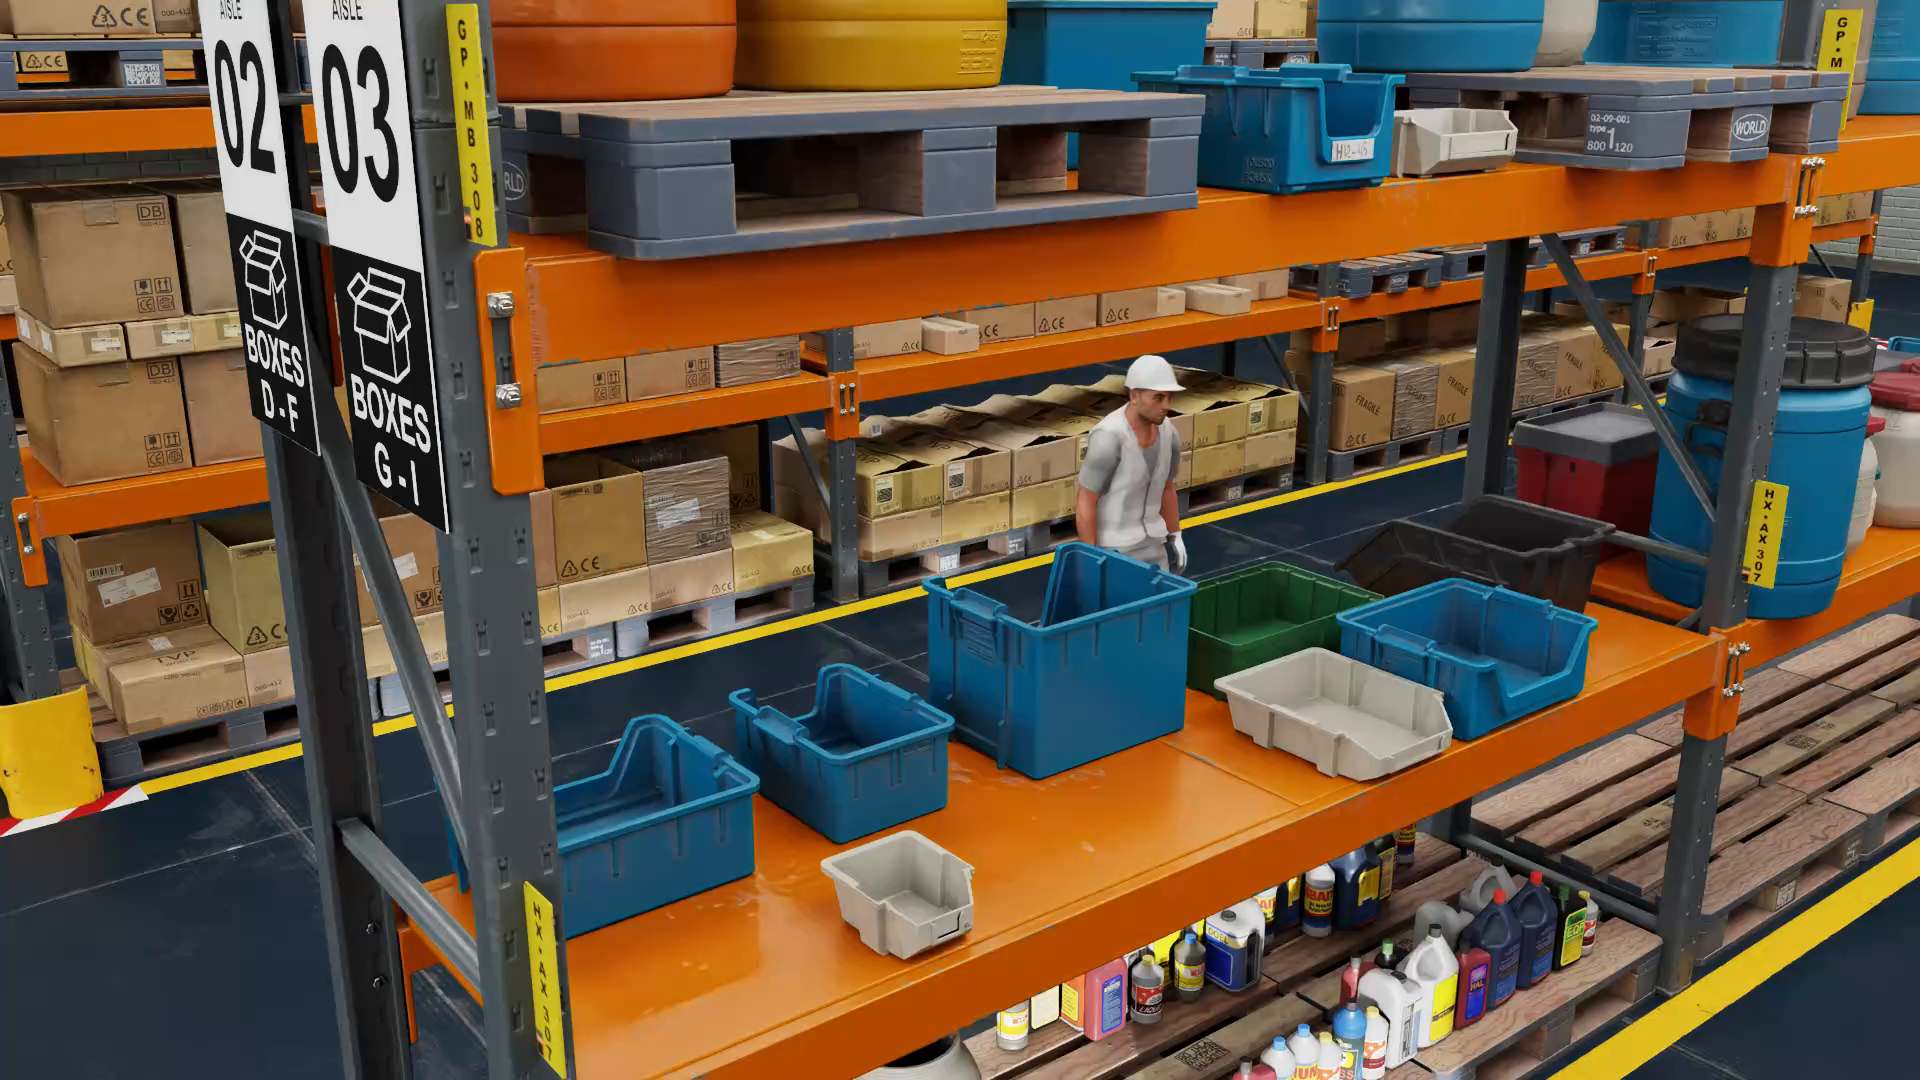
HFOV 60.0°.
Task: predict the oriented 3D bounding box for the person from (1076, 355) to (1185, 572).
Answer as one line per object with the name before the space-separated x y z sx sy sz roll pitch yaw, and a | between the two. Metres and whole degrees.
person | 0.763 0.059 7.337 0.581 1.780 0.449 -13 22 -36
